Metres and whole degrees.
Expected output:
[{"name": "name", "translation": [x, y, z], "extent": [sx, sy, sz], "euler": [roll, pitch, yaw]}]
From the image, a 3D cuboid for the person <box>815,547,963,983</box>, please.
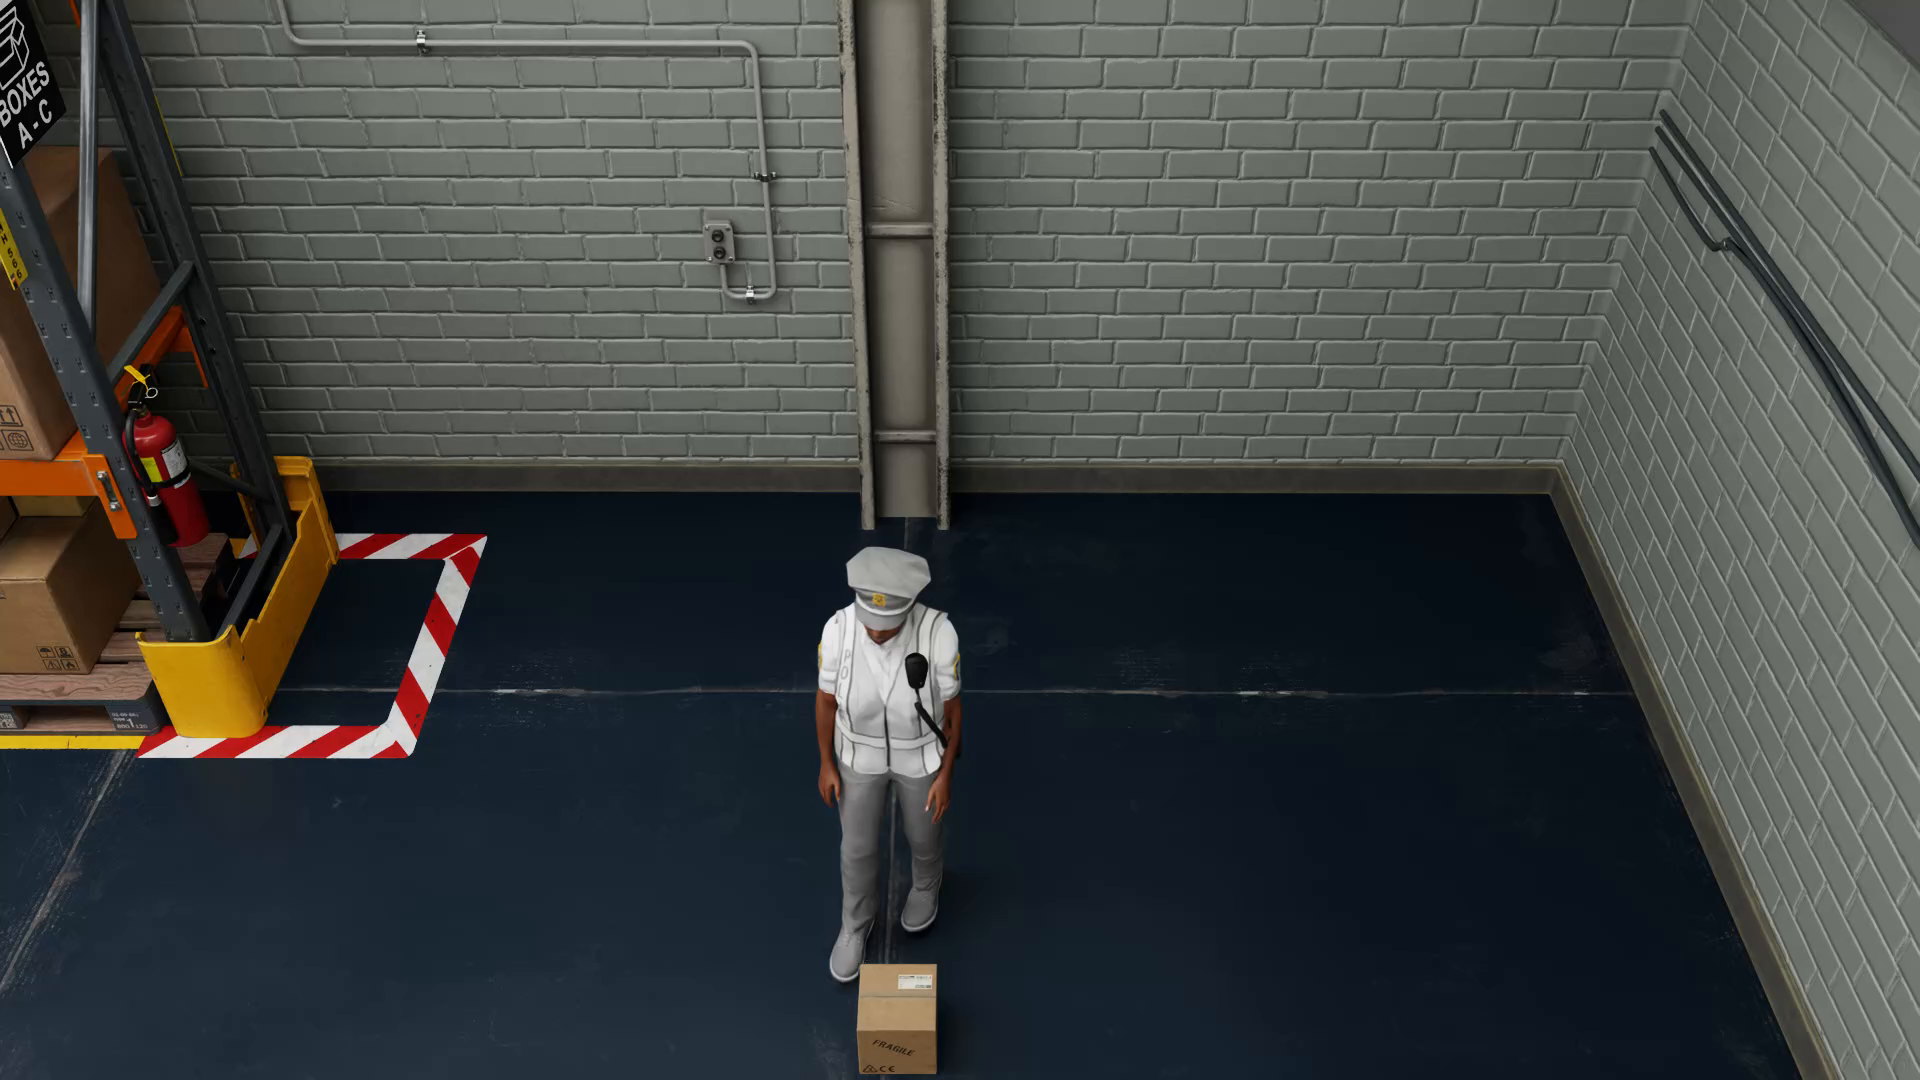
[{"name": "person", "translation": [-0.225, 0.715, 5.284], "extent": [0.463, 1.668, 0.505], "euler": [4, 40, 4]}]
